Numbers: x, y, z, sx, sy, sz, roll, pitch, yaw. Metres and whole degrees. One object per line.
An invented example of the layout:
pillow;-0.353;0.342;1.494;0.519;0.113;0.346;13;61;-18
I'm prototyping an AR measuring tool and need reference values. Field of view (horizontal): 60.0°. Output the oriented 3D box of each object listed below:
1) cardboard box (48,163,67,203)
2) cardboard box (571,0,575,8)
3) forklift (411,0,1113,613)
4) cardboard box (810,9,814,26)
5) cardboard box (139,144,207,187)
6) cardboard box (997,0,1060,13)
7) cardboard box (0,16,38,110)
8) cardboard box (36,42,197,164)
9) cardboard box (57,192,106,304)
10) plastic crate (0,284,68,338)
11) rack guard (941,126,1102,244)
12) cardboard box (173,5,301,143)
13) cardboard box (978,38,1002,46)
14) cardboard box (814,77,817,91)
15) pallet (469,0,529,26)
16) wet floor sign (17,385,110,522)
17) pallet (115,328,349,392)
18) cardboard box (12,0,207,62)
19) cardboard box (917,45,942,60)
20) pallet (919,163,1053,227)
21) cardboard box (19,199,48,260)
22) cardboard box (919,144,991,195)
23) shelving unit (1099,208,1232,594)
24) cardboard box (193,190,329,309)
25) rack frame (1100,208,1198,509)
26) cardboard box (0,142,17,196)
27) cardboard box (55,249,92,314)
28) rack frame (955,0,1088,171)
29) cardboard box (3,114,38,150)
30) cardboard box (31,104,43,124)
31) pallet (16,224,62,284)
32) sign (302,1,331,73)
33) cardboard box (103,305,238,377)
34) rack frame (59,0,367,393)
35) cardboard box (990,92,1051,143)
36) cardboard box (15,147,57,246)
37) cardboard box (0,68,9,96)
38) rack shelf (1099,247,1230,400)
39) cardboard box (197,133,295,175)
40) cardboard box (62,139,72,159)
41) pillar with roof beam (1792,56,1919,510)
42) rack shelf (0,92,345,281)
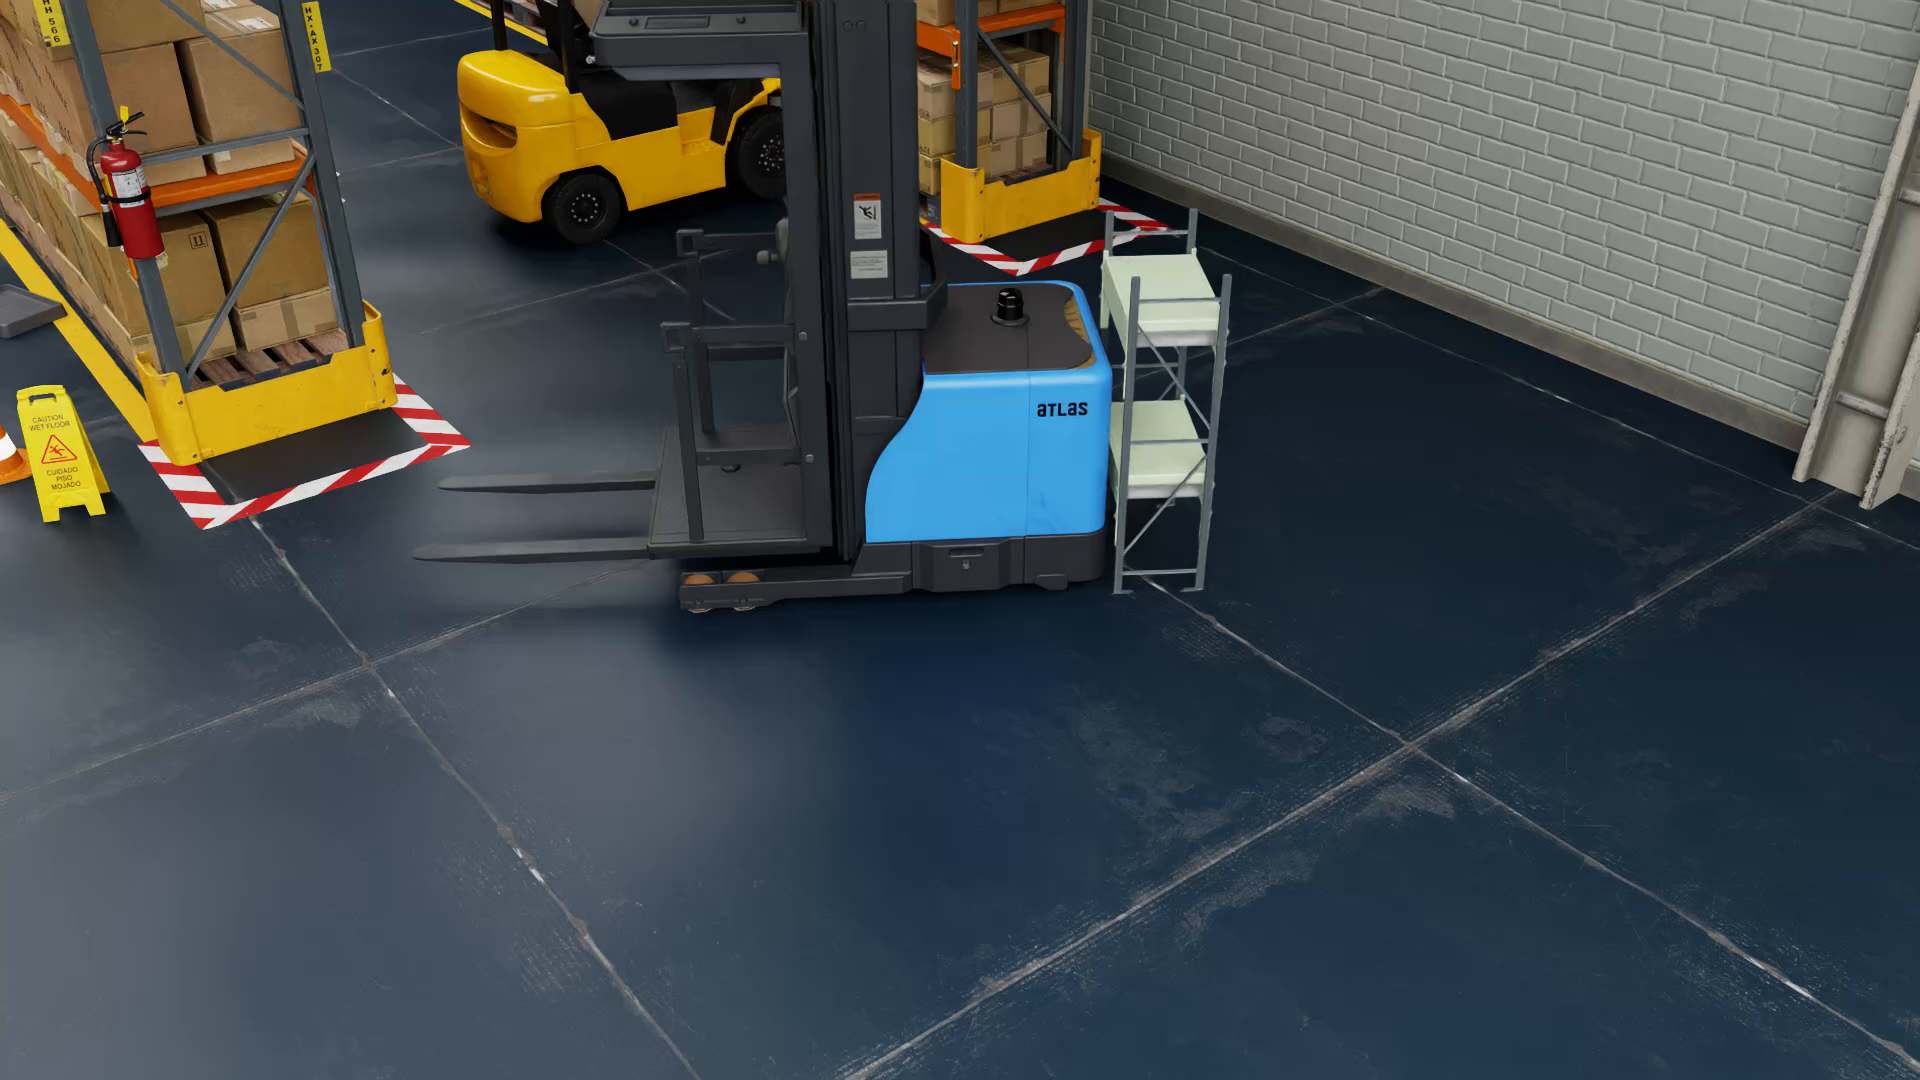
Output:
cardboard box;-4.646;-1.952;8.932;0.380;0.149;0.250;-22;38;-31
cardboard box;-3.315;-5.157;15.063;0.875;0.625;0.625;-24;39;-33
forklift;-0.896;-1.219;6.935;3.031;2.935;1.130;-2;32;-4
cardboard box;-1.069;-3.626;12.005;0.500;0.250;0.500;-23;39;-32
cardboard box;-3.917;-1.840;8.108;0.380;0.149;0.250;-21;37;-30
cardboard box;0.315;-3.807;10.941;0.500;0.500;0.500;-21;37;-30
cardboard box;-4.677;-2.586;8.694;0.500;0.500;0.500;-22;38;-32
cardboard box;-4.070;-2.166;8.018;0.500;0.500;0.500;-23;39;-32
cardboard box;-4.539;-1.655;9.070;0.500;0.500;0.500;-21;37;-30
plastic crate;-5.657;-1.368;9.876;0.583;0.080;0.402;18;36;27
rack guard;0.414;-2.396;11.134;1.175;0.500;0.348;-22;38;-31
cardboard box;-3.590;-2.316;8.260;0.500;0.500;0.500;-23;39;-32
cardboard box;-0.055;-3.372;11.596;0.500;0.250;0.500;-22;38;-31
cardboard box;-0.778;-3.213;11.815;0.500;0.250;0.500;-23;39;-32
pallet;-4.032;-5.262;16.022;1.003;0.211;1.213;-22;38;-31
wet floor sign;-4.248;-0.435;7.839;0.267;0.644;0.232;-10;33;-15
pallet;-4.036;-1.058;9.253;1.003;0.211;1.213;-22;38;-31
cardboard box;-4.005;-2.596;7.763;0.700;0.500;0.500;-23;39;-33
cardboard box;-0.447;-3.205;11.328;0.500;0.250;0.500;-22;38;-31
pallet;-0.103;-2.589;11.718;1.003;0.211;1.213;-22;38;-31
cardboard box;-5.487;-1.986;10.312;0.500;0.250;0.500;-20;37;-29
cardboard box;-0.138;-2.572;11.256;0.500;0.250;0.500;-22;38;-31
shelving unit;0.856;-0.602;7.297;0.431;1.500;0.755;-2;32;-3
cardboard box;-3.810;-1.625;9.020;0.500;0.500;0.500;-24;39;-33
rack frame;0.833;-0.794;7.607;0.400;1.500;0.023;-2;32;-3
cardboard box;-5.823;-2.523;10.467;0.500;0.500;0.500;-20;37;-29
cardboard box;-4.864;-1.555;9.619;0.500;0.250;0.500;-24;39;-33
rack frame;0.400;-3.468;10.491;1.000;3.000;0.127;-22;38;-31
cardboard box;-5.310;-2.402;9.658;0.380;0.149;0.250;-20;37;-29
cardboard box;-4.757;-2.351;8.930;0.380;0.149;0.250;-23;38;-32
pallet;-5.532;-2.075;10.890;1.003;0.211;1.213;-22;38;-31
sign;-3.091;-2.404;7.957;0.100;0.325;0.005;-22;38;-31
cardboard box;-4.242;-1.131;8.936;0.500;0.250;0.500;-22;38;-32
rack frame;-3.519;-1.860;7.903;1.000;3.000;0.127;-22;38;-31
cardboard box;0.275;-2.954;11.397;0.500;0.250;0.500;-21;38;-31
cardboard box;-5.169;-2.087;9.765;0.500;0.500;0.500;-20;37;-29
cardboard box;-5.255;-2.650;9.411;0.380;0.149;0.250;-22;38;-31
rack shelf;0.856;-0.933;7.091;0.431;0.370;0.720;-2;32;-3
cardboard box;-3.564;-1.962;8.305;0.380;0.149;0.250;-22;38;-31
cardboard box;-4.301;-2.024;8.404;0.380;0.149;0.250;-23;39;-32
pillar with roof beam;0.963;-2.705;3.576;9.100;9.000;0.400;-22;38;-31
rack shelf;-4.746;-2.388;9.434;1.077;0.370;4.000;-22;38;-31
